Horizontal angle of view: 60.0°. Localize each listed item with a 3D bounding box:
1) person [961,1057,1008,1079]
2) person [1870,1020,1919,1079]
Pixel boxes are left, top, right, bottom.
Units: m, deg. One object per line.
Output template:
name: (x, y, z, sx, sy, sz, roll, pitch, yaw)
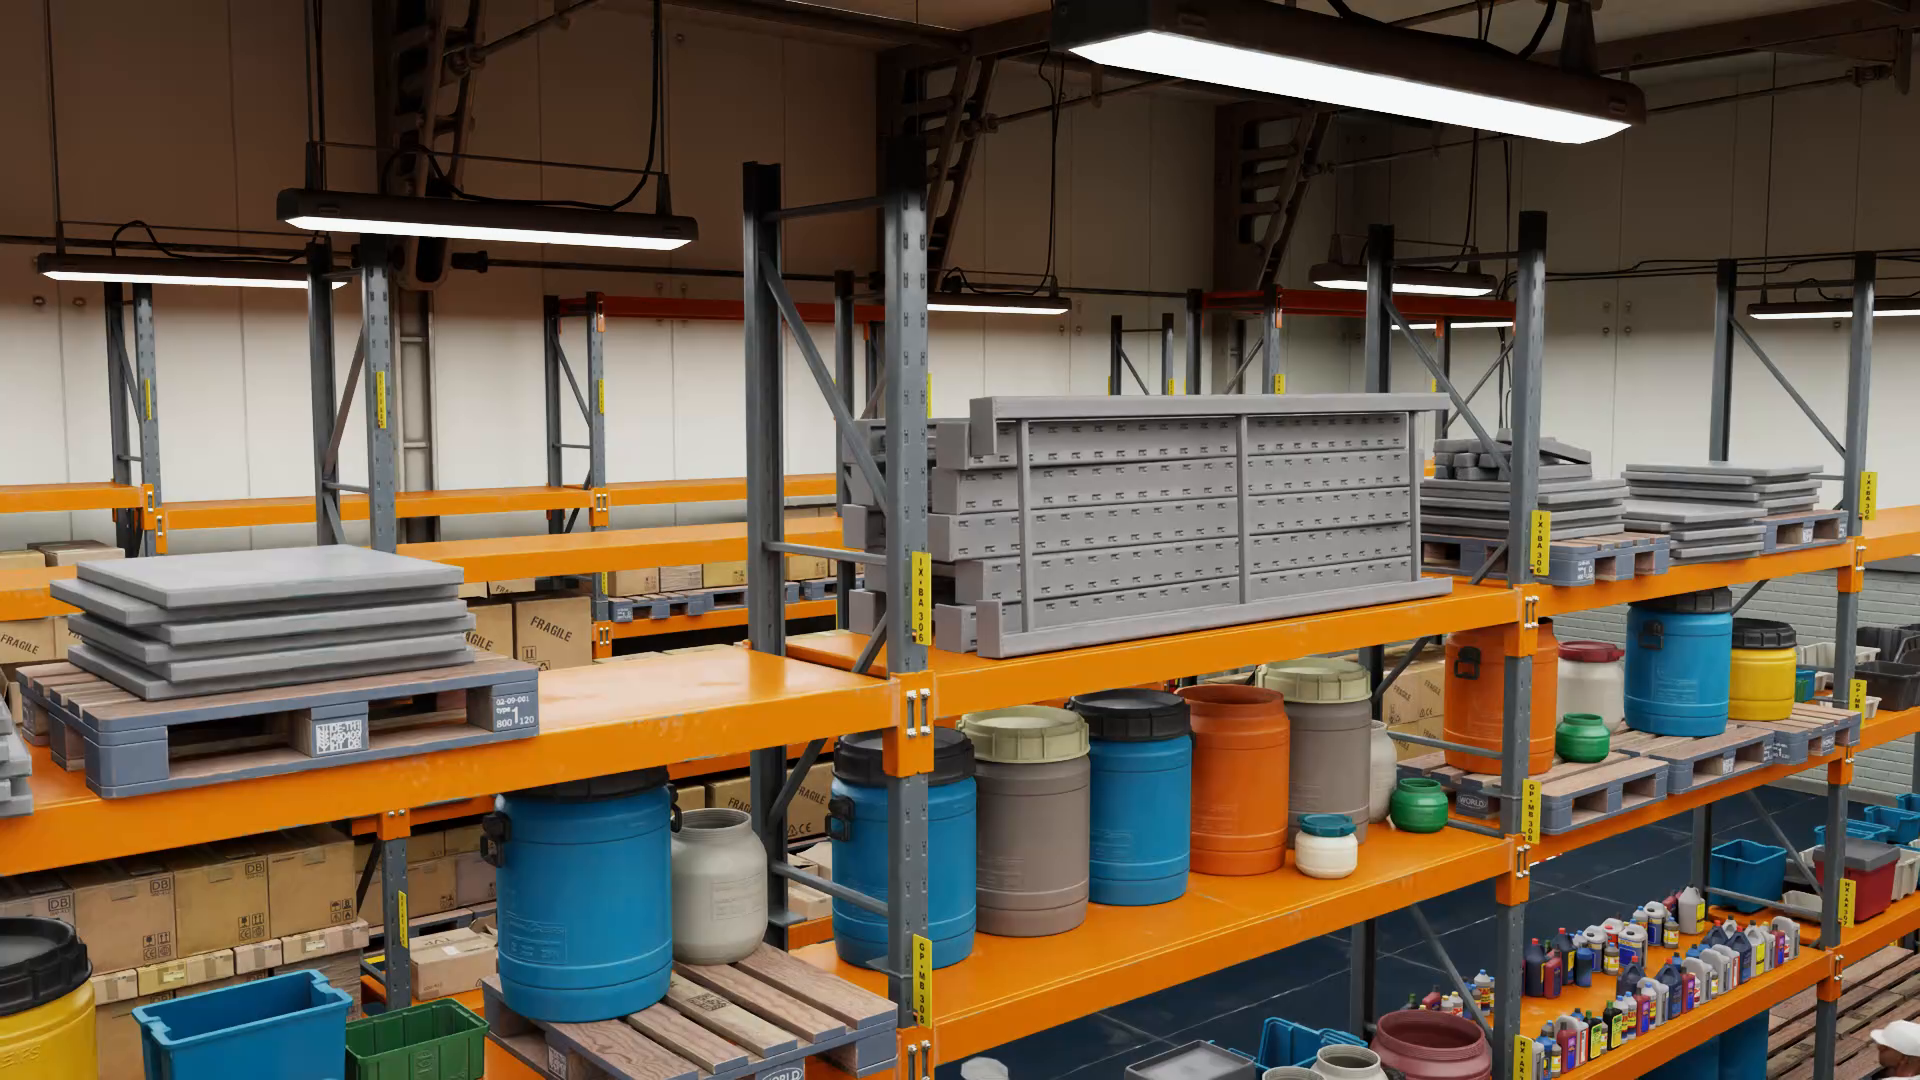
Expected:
person: (0.111, 3.503, 8.635, 0.416, 1.666, 0.529, 5, 7, 42)
person: (4.995, 3.425, 9.007, 0.592, 1.769, 0.546, -2, 6, -16)
